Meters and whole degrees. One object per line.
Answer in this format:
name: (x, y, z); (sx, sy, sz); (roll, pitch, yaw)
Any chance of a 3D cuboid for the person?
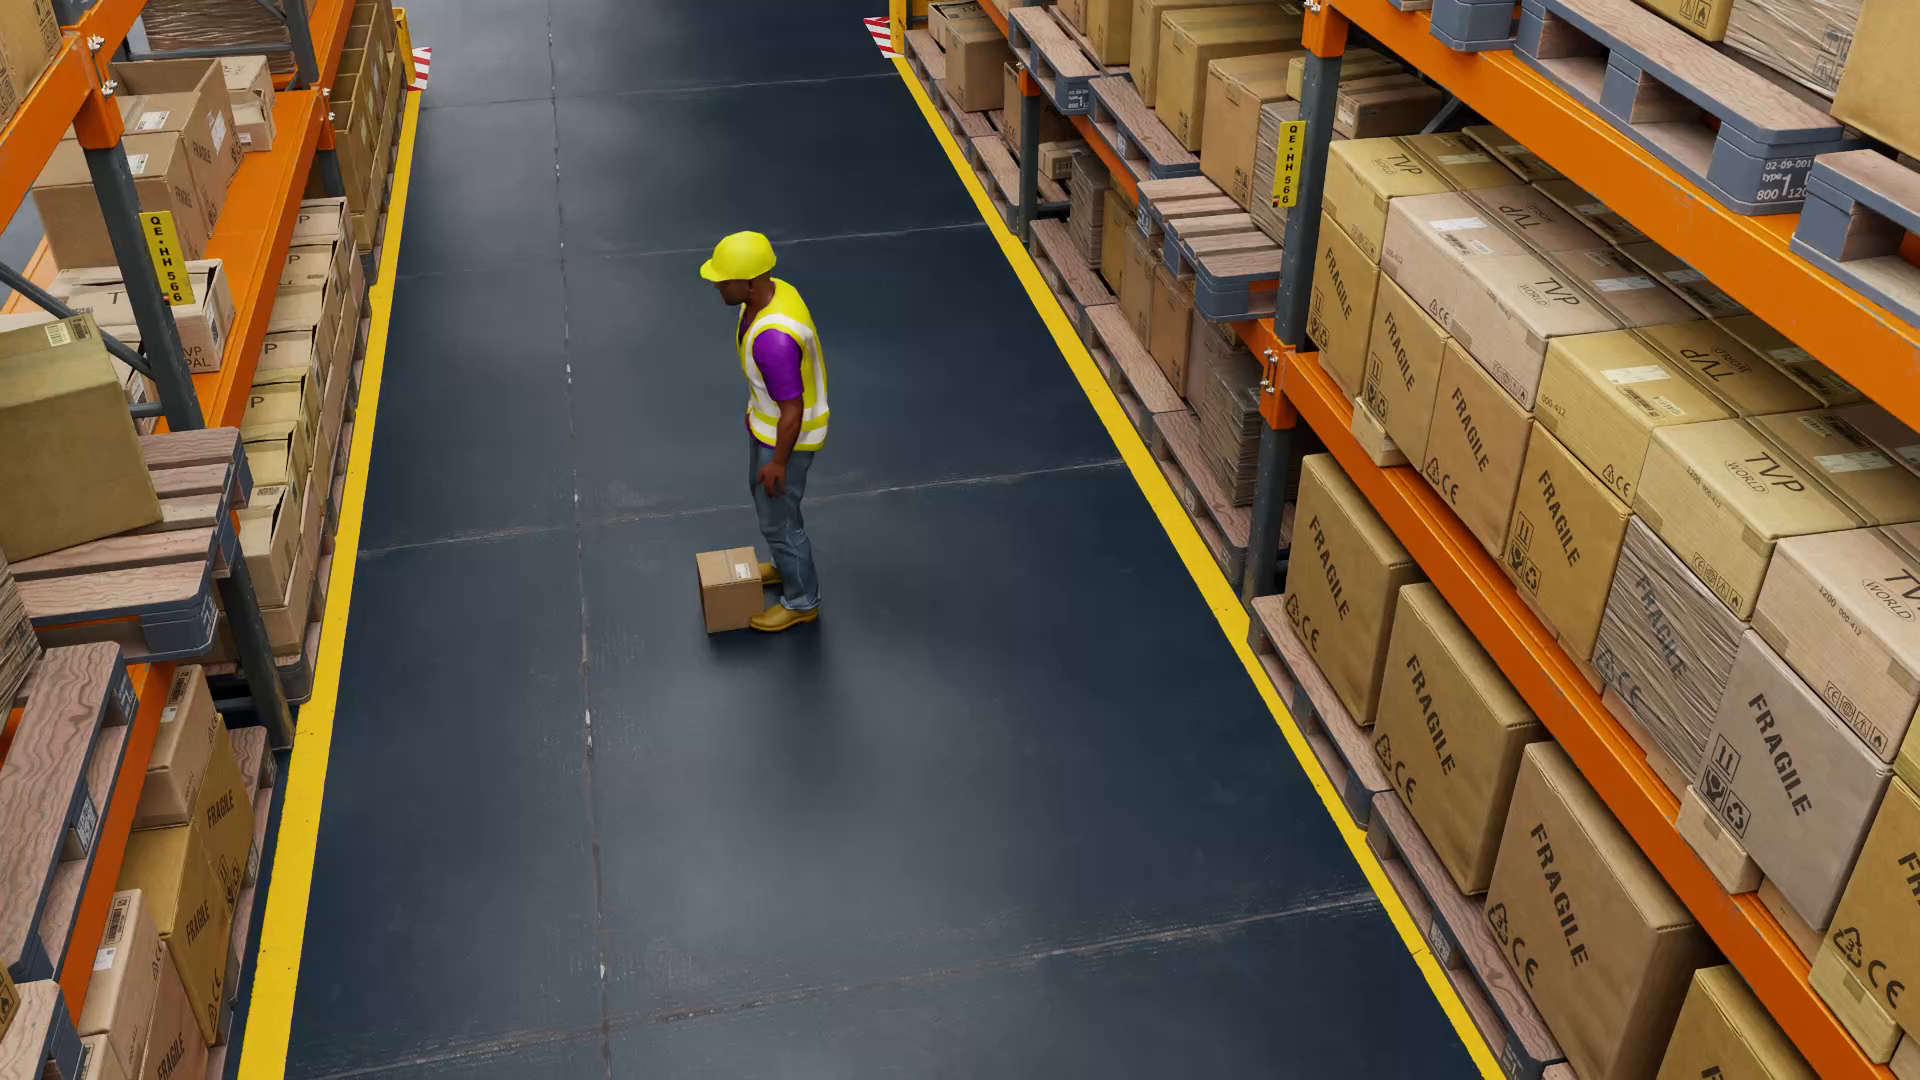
person: (-0.768, -0.447, 6.789); (0.455, 1.757, 0.628); (-7, 35, -10)
